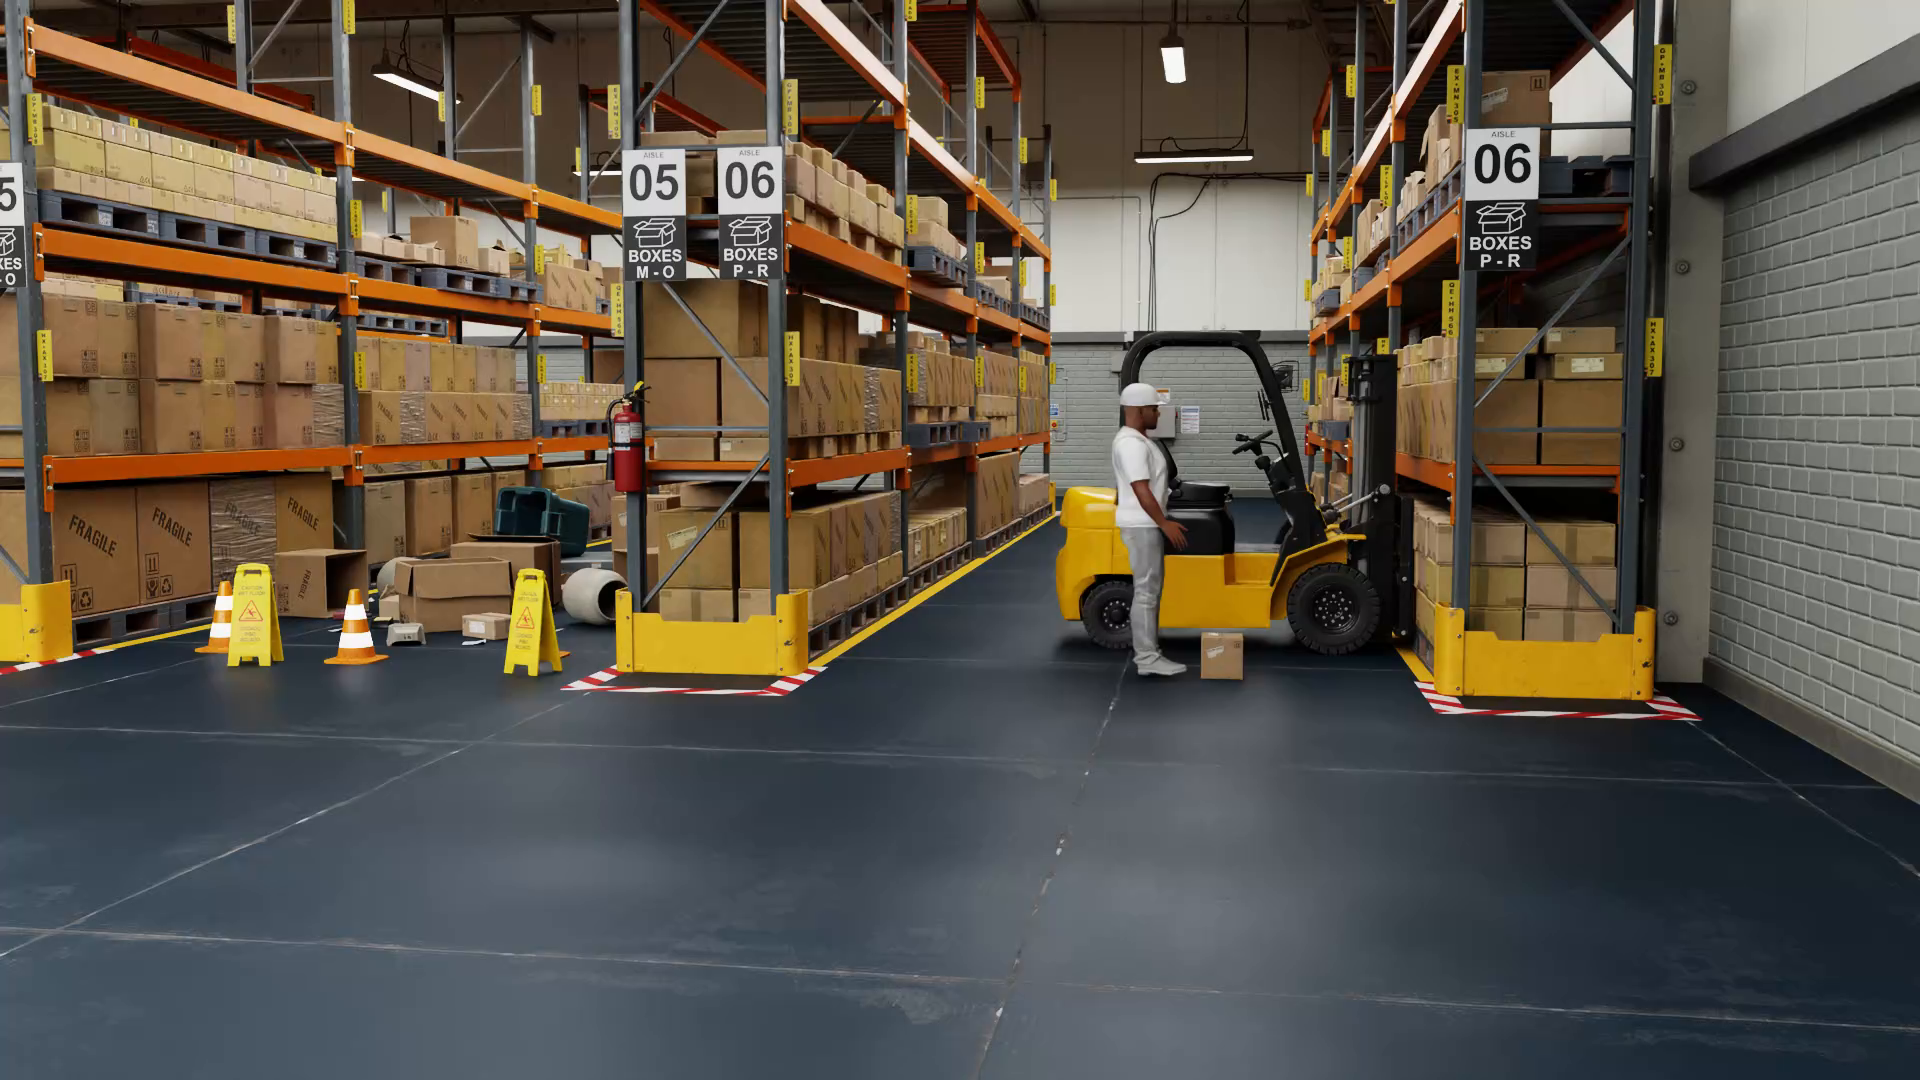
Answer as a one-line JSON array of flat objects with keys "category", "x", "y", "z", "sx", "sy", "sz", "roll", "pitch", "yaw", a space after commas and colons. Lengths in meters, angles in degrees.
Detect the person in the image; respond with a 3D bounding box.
[{"category": "person", "x": 1.164, "y": -0.061, "z": 10.168, "sx": 0.474, "sy": 1.786, "sz": 0.583, "roll": 1, "pitch": 4, "yaw": 9}]
